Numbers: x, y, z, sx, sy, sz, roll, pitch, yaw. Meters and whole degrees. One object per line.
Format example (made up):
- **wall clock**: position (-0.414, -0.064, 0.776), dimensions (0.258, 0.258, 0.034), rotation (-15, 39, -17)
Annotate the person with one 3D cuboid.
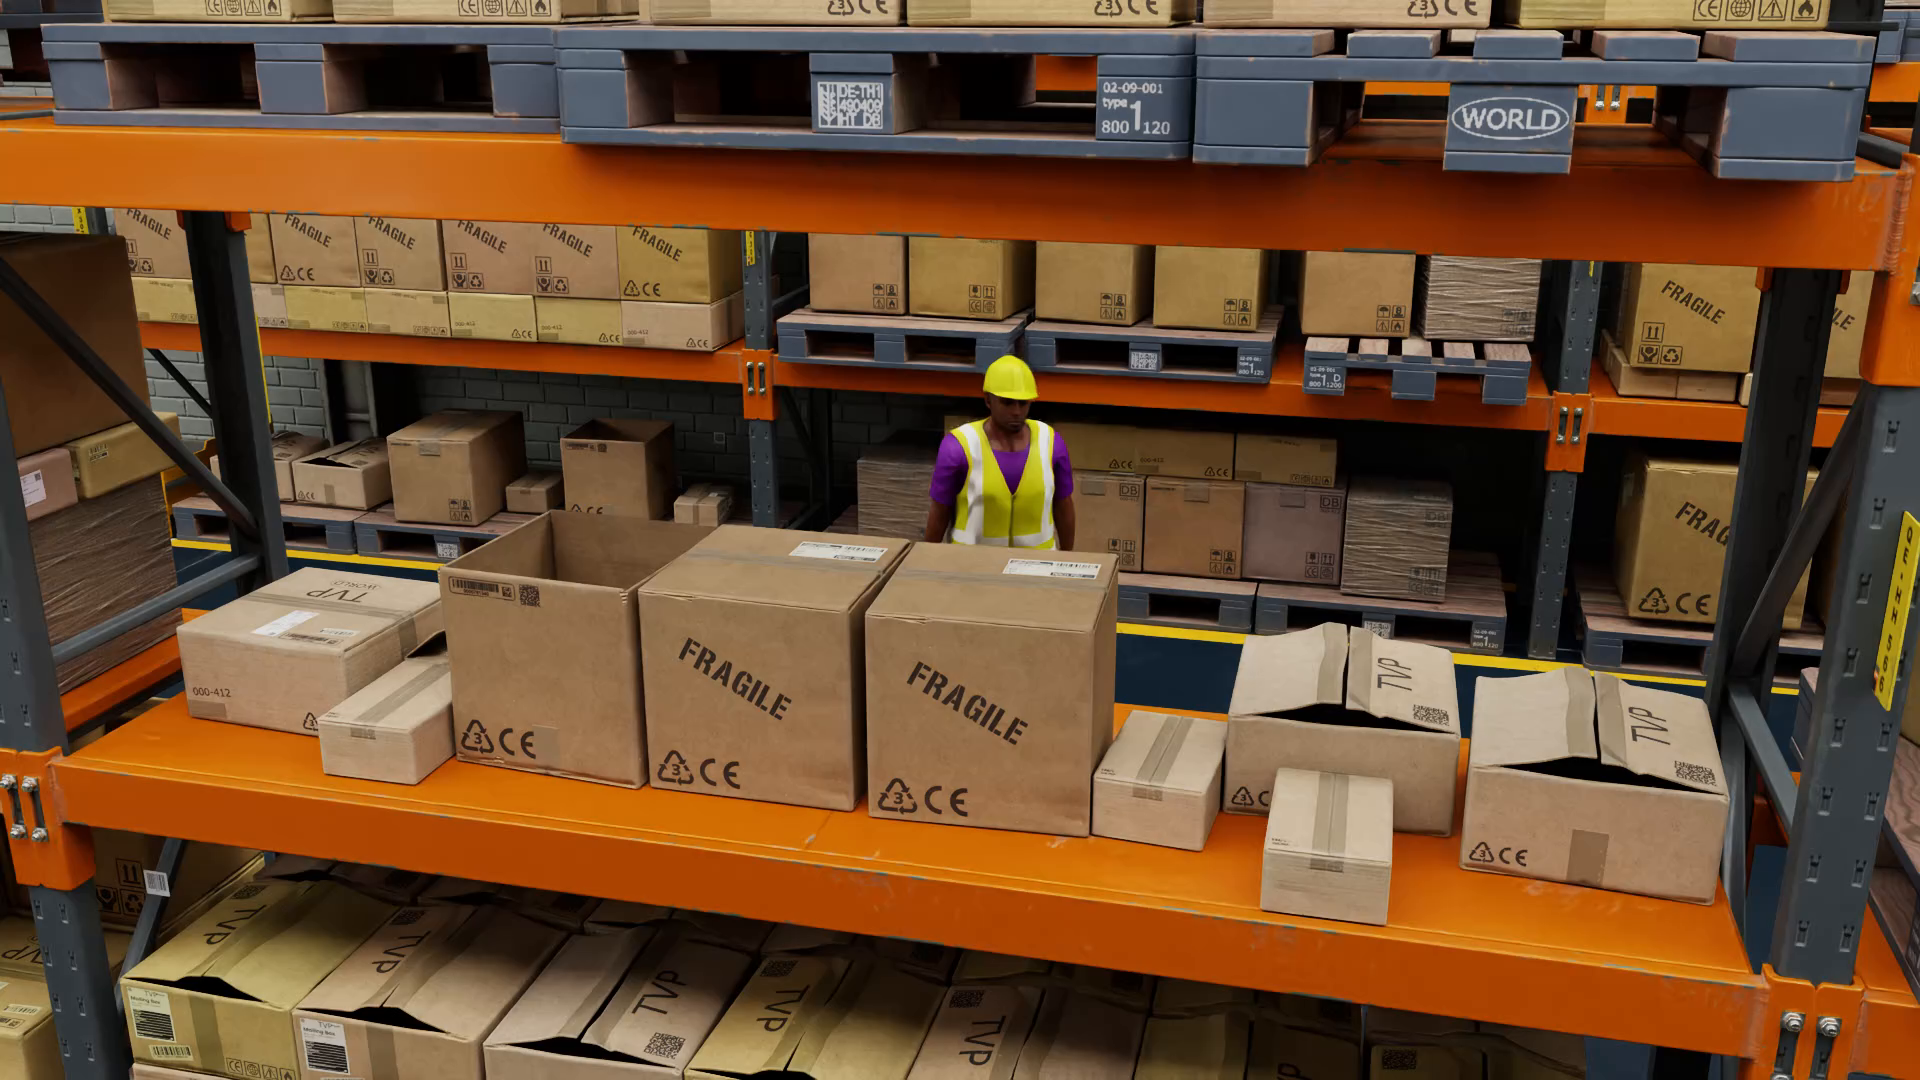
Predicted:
- **person**: position (0.184, 0.137, 6.594), dimensions (0.640, 1.721, 0.959), rotation (-3, 18, -9)
